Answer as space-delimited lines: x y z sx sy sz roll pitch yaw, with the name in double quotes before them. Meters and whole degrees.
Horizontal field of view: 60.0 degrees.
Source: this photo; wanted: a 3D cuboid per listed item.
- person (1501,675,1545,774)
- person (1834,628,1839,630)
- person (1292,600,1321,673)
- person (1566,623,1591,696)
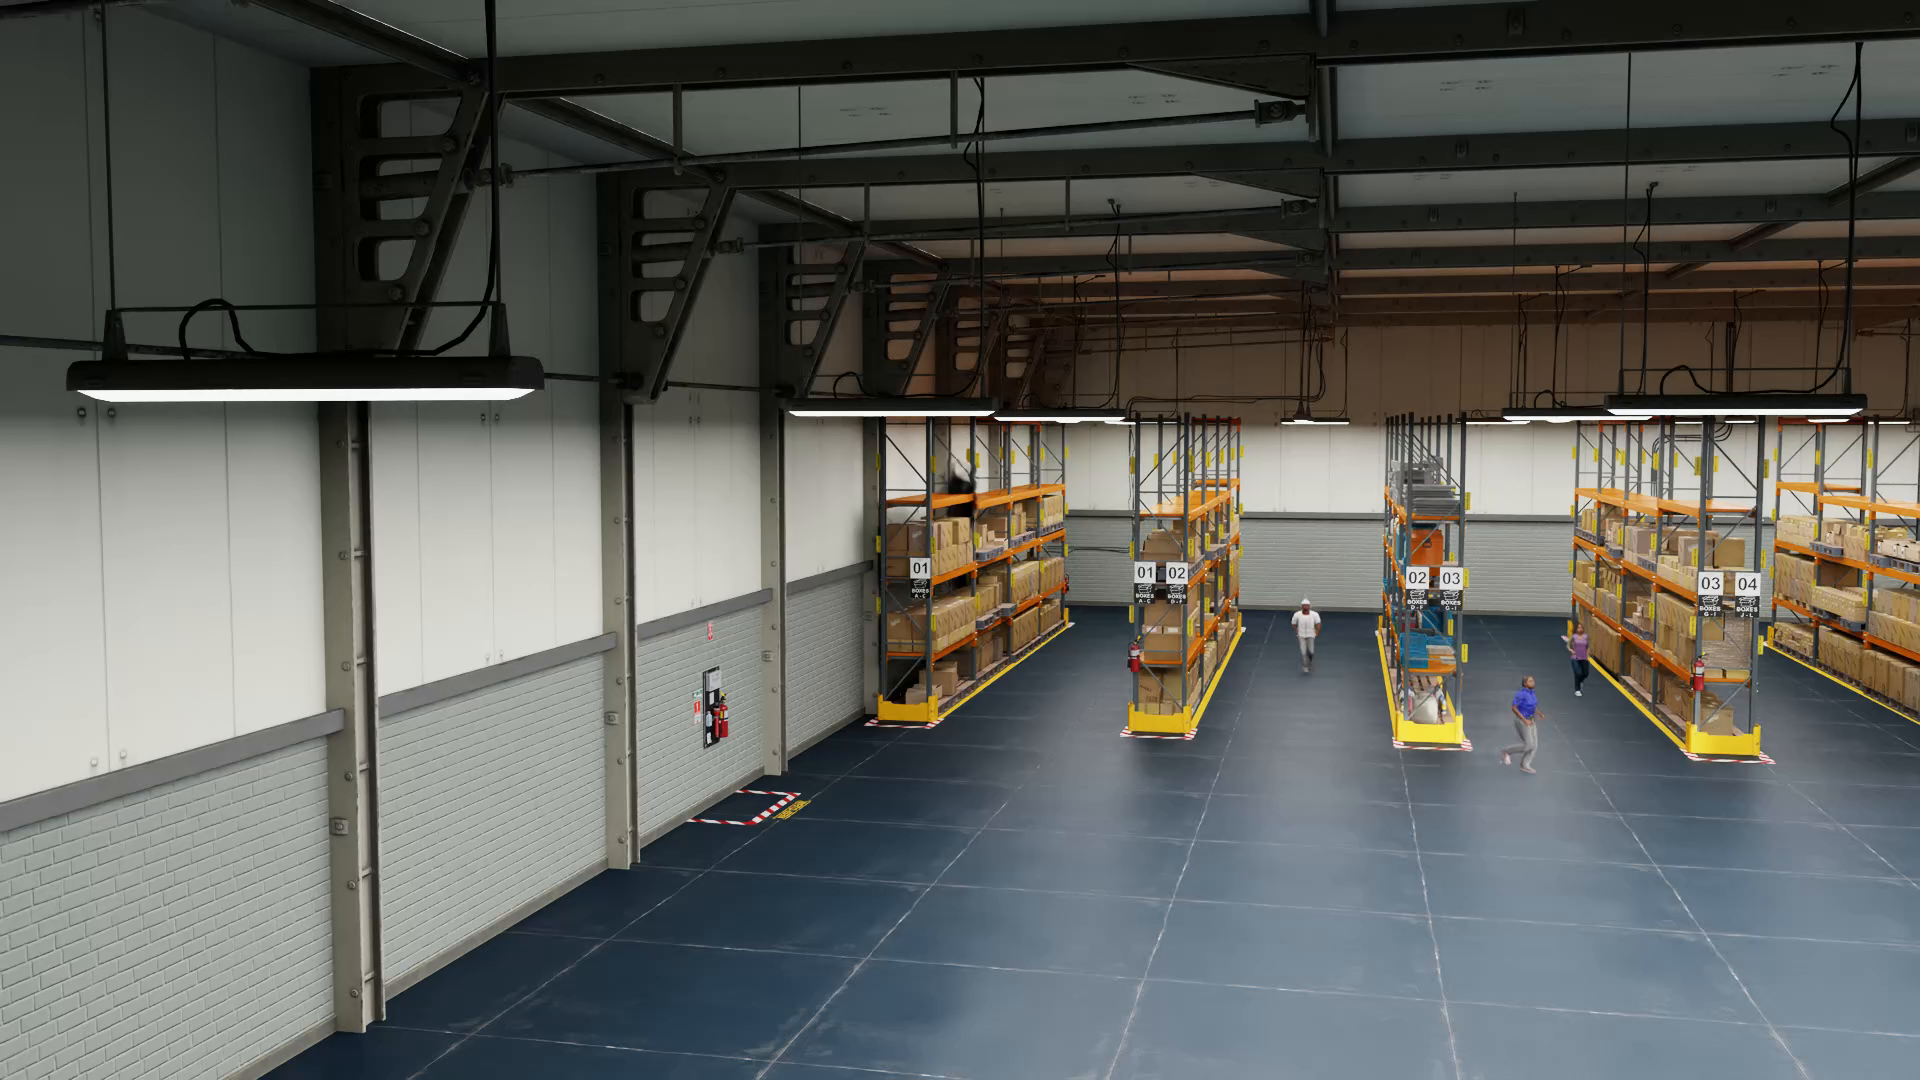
"person" 9.394 3.051 27.708 0.576 1.631 0.609 -4 5 -44
"person" 23.692 1.853 44.607 0.920 1.699 0.582 0 4 -4
"person" 8.039 2.243 38.609 0.674 1.721 0.549 1 4 11
"person" 13.209 2.547 35.475 0.532 1.550 0.559 0 4 7
